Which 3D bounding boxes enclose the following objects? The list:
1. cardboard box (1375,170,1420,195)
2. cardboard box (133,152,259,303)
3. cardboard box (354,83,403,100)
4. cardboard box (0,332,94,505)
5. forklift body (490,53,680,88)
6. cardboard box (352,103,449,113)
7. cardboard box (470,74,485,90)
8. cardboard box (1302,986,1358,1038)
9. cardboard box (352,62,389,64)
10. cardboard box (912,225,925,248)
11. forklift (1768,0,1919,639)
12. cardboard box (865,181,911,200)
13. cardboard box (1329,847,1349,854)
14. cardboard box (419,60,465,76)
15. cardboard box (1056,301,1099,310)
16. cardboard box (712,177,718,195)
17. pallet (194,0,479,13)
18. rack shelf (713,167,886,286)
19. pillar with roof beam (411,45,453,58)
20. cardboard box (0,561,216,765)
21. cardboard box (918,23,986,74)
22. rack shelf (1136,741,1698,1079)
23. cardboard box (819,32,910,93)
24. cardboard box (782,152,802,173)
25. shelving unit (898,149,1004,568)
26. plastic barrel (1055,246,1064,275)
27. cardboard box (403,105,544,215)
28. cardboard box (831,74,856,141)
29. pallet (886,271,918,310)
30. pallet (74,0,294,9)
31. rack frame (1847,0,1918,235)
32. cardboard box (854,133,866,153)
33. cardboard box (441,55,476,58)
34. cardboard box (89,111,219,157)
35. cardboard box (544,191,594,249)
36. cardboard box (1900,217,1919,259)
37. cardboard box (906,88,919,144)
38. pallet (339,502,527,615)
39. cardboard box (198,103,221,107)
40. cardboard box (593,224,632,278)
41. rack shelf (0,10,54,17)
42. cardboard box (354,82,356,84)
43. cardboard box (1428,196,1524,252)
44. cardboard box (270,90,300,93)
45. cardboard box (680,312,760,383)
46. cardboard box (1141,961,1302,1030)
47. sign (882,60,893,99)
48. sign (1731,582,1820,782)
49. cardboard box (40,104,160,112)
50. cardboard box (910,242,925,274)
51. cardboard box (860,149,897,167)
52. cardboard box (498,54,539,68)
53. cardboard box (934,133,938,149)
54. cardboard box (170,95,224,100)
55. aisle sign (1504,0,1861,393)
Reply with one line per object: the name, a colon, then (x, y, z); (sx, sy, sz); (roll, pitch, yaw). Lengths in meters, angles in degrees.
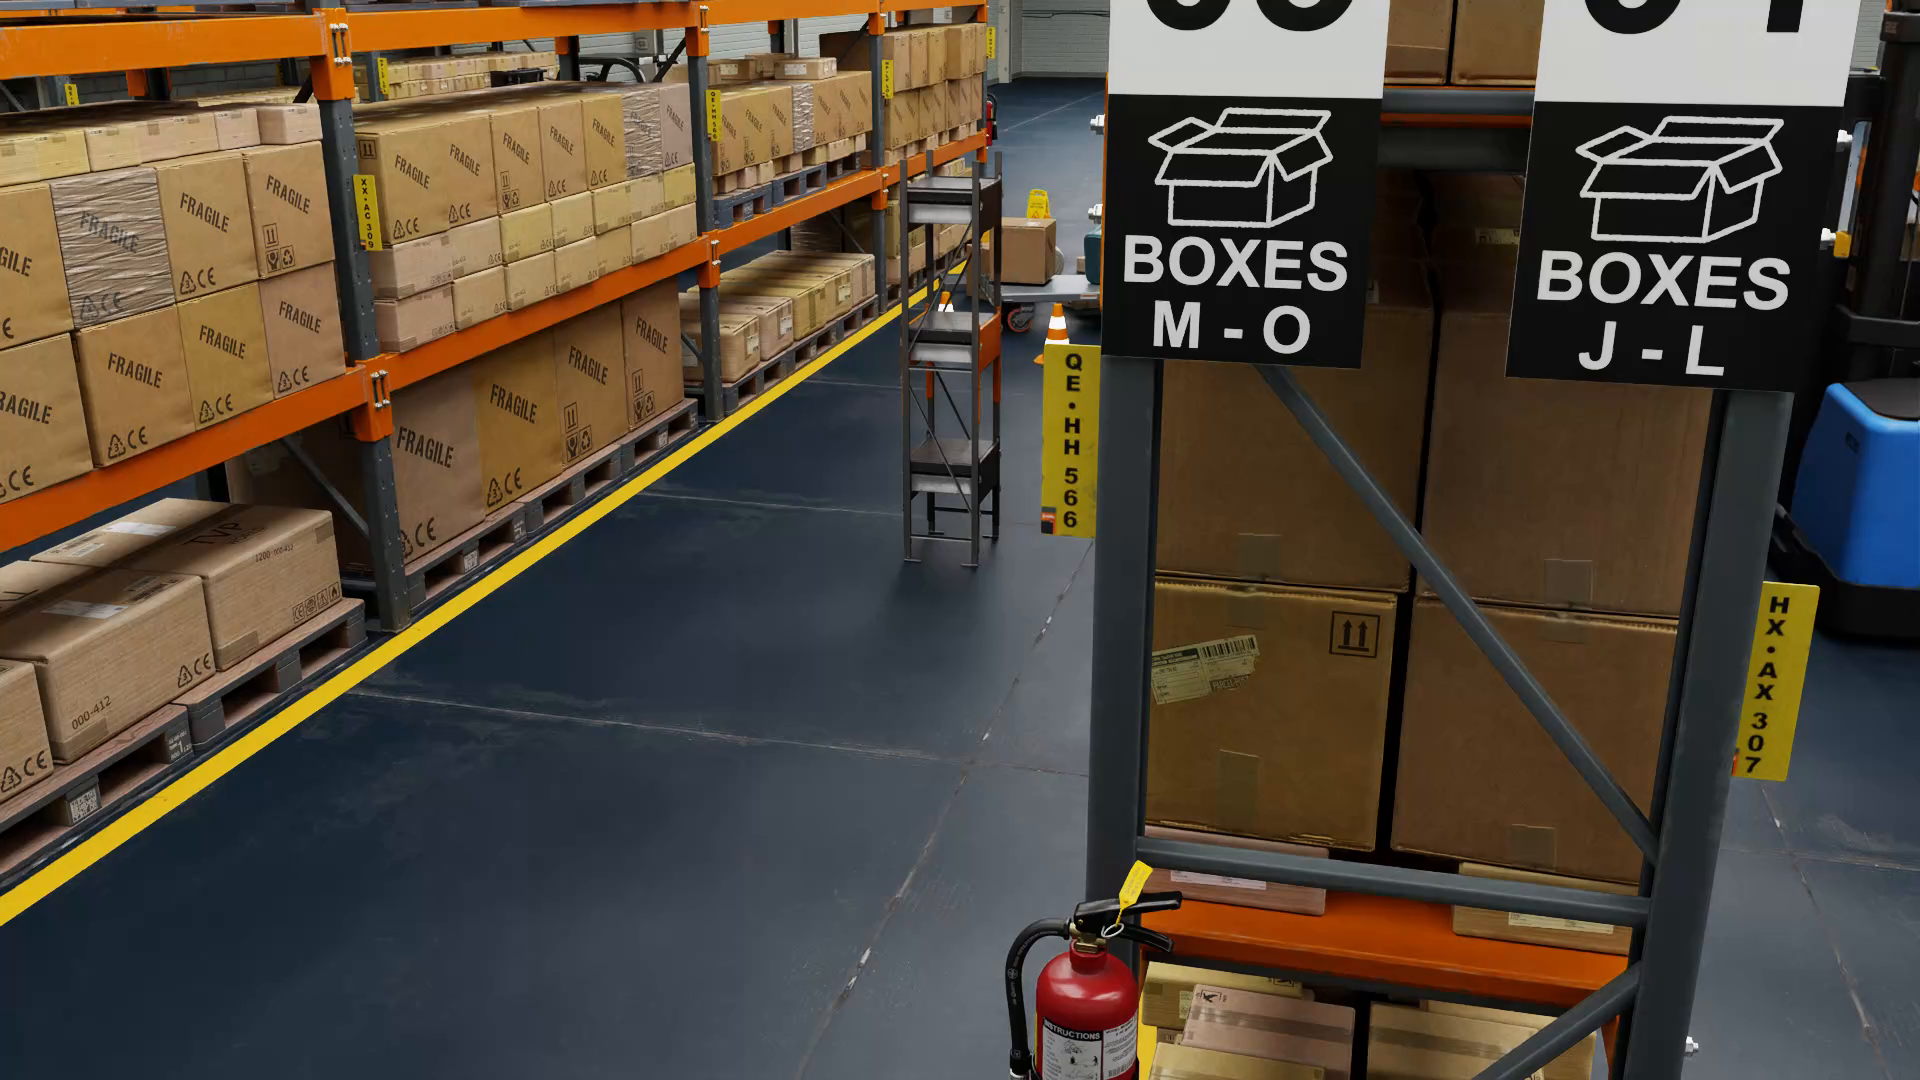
cardboard box: (0.957, -0.726, 4.511); (0.500, 0.500, 0.500); (4, 19, 11)
cardboard box: (-3.108, -1.219, 6.413); (0.500, 0.500, 0.500); (4, 19, 13)
cardboard box: (-5.655, -4.358, 16.147); (0.380, 0.149, 0.250); (4, 19, 13)
cardboard box: (-3.366, -0.425, 5.635); (0.500, 0.500, 0.500); (5, 20, 15)
forklift body: (-3.705, -4.038, 17.683); (2.313, 2.155, 1.214); (5, 19, 13)
cardboard box: (-3.001, -2.027, 8.779); (0.500, 0.500, 0.500); (5, 20, 15)
cardboard box: (-5.258, -4.841, 17.562); (0.380, 0.149, 0.250); (4, 19, 12)
cardboard box: (0.861, 1.169, 4.424); (0.380, 0.149, 0.250); (4, 19, 13)
cardboard box: (-6.050, -4.786, 16.941); (0.380, 0.149, 0.250); (4, 19, 12)
cardboard box: (-0.649, -3.118, 16.121); (0.500, 0.500, 0.500); (5, 20, 16)
forklift: (4.902, -1.329, 8.545); (1.130, 2.935, 3.031); (4, 19, 13)
cardboard box: (-0.680, -3.291, 15.623); (0.380, 0.149, 0.250); (5, 19, 14)
cardboard box: (0.621, 0.506, 3.454); (0.380, 0.149, 0.250); (5, 19, 13)
cardboard box: (-5.385, -4.906, 17.292); (0.380, 0.149, 0.250); (5, 19, 13)
cardboard box: (1.106, -2.326, 15.586); (0.258, 0.266, 0.396); (-9, 21, -24)
cardboard box: (-1.892, -2.447, 11.450); (0.380, 0.149, 0.250); (4, 19, 10)
pallet: (-2.953, -2.646, 7.950); (0.805, 0.209, 1.217); (4, 19, 11)
rack shelf: (-1.663, -2.566, 13.174); (1.077, 0.370, 4.000); (5, 19, 13)
pillar with roof beam: (-1.881, -7.530, 17.312); (9.100, 9.000, 0.400); (5, 19, 13)
cardboard box: (-3.604, 0.456, 6.525); (0.875, 0.438, 0.875); (4, 19, 12)
cardboard box: (-0.110, -5.271, 17.818); (0.700, 0.500, 0.500); (4, 19, 12)
rack shelf: (1.207, 0.300, 4.781); (1.077, 0.370, 4.000); (5, 19, 13)
cardboard box: (-0.856, -4.316, 15.020); (0.700, 0.500, 0.500); (4, 19, 13)
cardboard box: (-1.450, -2.950, 12.922); (0.380, 0.149, 0.250); (5, 20, 15)
shelving unit: (-0.040, -0.942, 8.696); (0.431, 2.100, 0.503); (5, 19, 13)
plastic barrel: (0.767, -2.801, 16.734); (0.421, 0.421, 0.512); (-13, 23, -34)
cardboard box: (-2.520, -1.981, 8.644); (0.500, 0.500, 0.500); (4, 19, 12)
cardboard box: (-1.184, -3.602, 13.828); (0.500, 0.500, 0.500); (5, 19, 14)
pallet: (-1.044, -2.427, 15.968); (1.003, 0.211, 1.213); (5, 19, 13)
pallet: (-3.339, -2.148, 6.333); (1.003, 0.211, 1.213); (5, 19, 13)
rack frame: (9.413, -4.005, 16.272); (1.000, 3.000, 0.127); (5, 19, 13)
cardboard box: (-1.032, -3.430, 14.329); (0.380, 0.149, 0.250); (5, 19, 14)
cardboard box: (-5.563, -5.261, 18.330); (0.380, 0.149, 0.250); (5, 20, 15)
cardboard box: (-3.136, -1.581, 6.469); (0.380, 0.149, 0.250); (5, 19, 13)
cardboard box: (-2.377, -1.788, 9.240); (0.500, 0.250, 0.500); (4, 19, 12)
cardboard box: (9.244, -2.826, 16.039); (0.500, 0.500, 0.500); (9, 21, 23)
cardboard box: (-0.696, -3.997, 15.634); (0.500, 0.500, 0.500); (5, 19, 13)
pallet: (-3.013, 0.046, 8.728); (1.003, 0.211, 1.213); (5, 19, 13)
cardboard box: (-6.297, -3.507, 13.656); (0.380, 0.149, 0.250); (5, 20, 15)
cardboard box: (-2.272, -1.712, 9.791); (0.500, 0.250, 0.500); (4, 19, 13)
rack shelf: (-7.454, -3.123, 10.162); (1.077, 0.370, 4.000); (5, 19, 13)
cardboard box: (-6.132, -4.481, 16.508); (0.380, 0.149, 0.250); (4, 19, 12)
cardboard box: (1.352, -0.514, 3.890); (0.500, 0.500, 0.500); (4, 19, 12)
cardboard box: (-6.013, -3.999, 15.098); (0.380, 0.149, 0.250); (5, 19, 13)
cardboard box: (-2.004, -1.411, 12.095); (0.950, 0.372, 0.625); (3, 19, 10)
cardboard box: (0.659, 1.104, 4.155); (0.380, 0.149, 0.250); (4, 19, 12)
sign: (-0.635, -4.039, 14.580); (0.100, 0.325, 0.005); (5, 19, 13)
sign: (1.245, 0.220, 2.564); (0.100, 0.325, 0.005); (5, 19, 13)
cardboard box: (-3.505, -1.694, 6.800); (0.380, 0.149, 0.250); (5, 19, 14)
cardboard box: (-0.649, -2.763, 16.241); (0.500, 0.250, 0.500); (6, 20, 16)
cardboard box: (-0.786, -3.488, 15.148); (0.380, 0.149, 0.250); (5, 19, 13)
cardboard box: (-4.962, -5.380, 18.681); (0.380, 0.149, 0.250); (5, 20, 15)
cardboard box: (-0.430, -3.970, 16.557); (0.380, 0.149, 0.250); (5, 19, 13)
cardboard box: (-6.645, -3.790, 14.485); (0.380, 0.149, 0.250); (5, 19, 13)
aisle sign: (0.992, -0.597, 2.272); (0.394, 0.787, 0.004); (5, 19, 13)
